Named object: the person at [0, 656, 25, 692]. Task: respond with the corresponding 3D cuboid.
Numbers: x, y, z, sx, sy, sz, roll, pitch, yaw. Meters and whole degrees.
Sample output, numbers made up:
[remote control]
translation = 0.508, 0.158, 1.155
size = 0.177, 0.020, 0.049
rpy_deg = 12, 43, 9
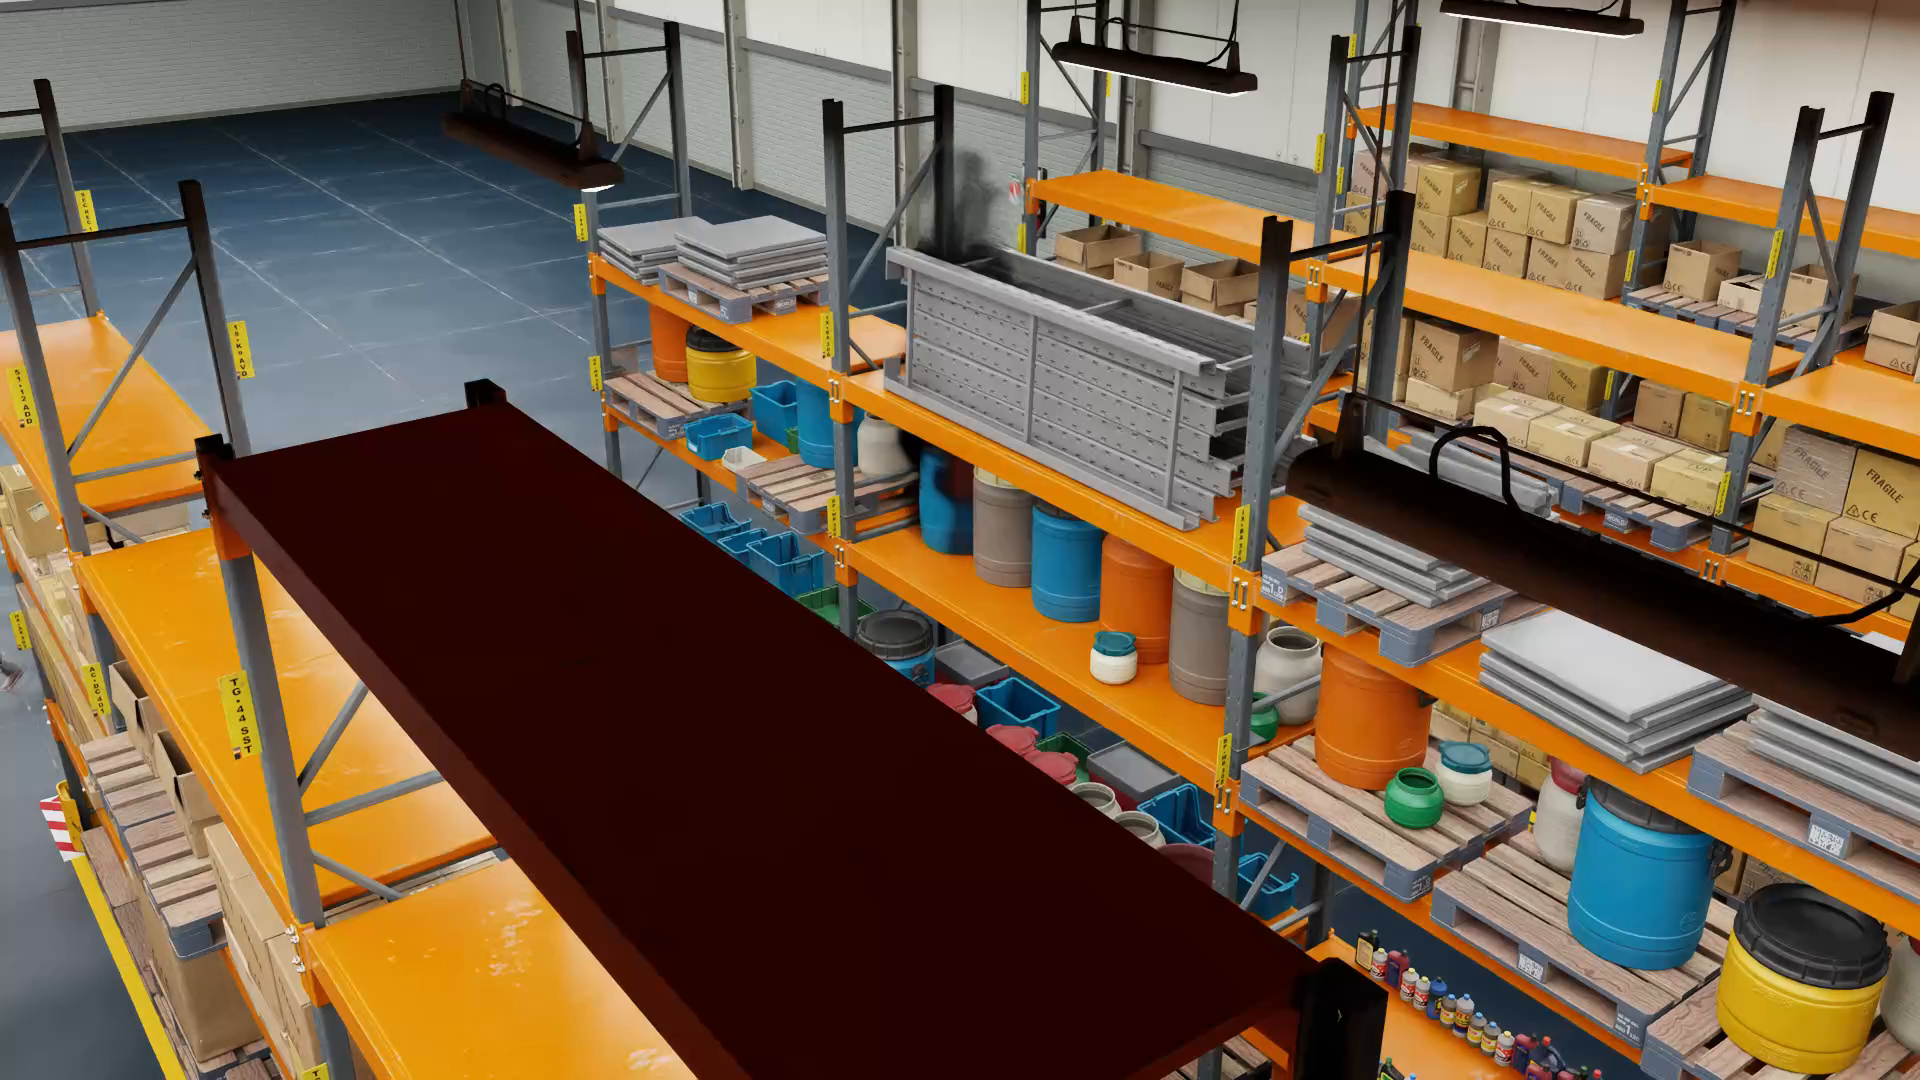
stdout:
[person]
translation = -9.325, 0.777, 15.487
size = 0.966, 1.615, 0.613
rpy_deg = -1, 25, -2
